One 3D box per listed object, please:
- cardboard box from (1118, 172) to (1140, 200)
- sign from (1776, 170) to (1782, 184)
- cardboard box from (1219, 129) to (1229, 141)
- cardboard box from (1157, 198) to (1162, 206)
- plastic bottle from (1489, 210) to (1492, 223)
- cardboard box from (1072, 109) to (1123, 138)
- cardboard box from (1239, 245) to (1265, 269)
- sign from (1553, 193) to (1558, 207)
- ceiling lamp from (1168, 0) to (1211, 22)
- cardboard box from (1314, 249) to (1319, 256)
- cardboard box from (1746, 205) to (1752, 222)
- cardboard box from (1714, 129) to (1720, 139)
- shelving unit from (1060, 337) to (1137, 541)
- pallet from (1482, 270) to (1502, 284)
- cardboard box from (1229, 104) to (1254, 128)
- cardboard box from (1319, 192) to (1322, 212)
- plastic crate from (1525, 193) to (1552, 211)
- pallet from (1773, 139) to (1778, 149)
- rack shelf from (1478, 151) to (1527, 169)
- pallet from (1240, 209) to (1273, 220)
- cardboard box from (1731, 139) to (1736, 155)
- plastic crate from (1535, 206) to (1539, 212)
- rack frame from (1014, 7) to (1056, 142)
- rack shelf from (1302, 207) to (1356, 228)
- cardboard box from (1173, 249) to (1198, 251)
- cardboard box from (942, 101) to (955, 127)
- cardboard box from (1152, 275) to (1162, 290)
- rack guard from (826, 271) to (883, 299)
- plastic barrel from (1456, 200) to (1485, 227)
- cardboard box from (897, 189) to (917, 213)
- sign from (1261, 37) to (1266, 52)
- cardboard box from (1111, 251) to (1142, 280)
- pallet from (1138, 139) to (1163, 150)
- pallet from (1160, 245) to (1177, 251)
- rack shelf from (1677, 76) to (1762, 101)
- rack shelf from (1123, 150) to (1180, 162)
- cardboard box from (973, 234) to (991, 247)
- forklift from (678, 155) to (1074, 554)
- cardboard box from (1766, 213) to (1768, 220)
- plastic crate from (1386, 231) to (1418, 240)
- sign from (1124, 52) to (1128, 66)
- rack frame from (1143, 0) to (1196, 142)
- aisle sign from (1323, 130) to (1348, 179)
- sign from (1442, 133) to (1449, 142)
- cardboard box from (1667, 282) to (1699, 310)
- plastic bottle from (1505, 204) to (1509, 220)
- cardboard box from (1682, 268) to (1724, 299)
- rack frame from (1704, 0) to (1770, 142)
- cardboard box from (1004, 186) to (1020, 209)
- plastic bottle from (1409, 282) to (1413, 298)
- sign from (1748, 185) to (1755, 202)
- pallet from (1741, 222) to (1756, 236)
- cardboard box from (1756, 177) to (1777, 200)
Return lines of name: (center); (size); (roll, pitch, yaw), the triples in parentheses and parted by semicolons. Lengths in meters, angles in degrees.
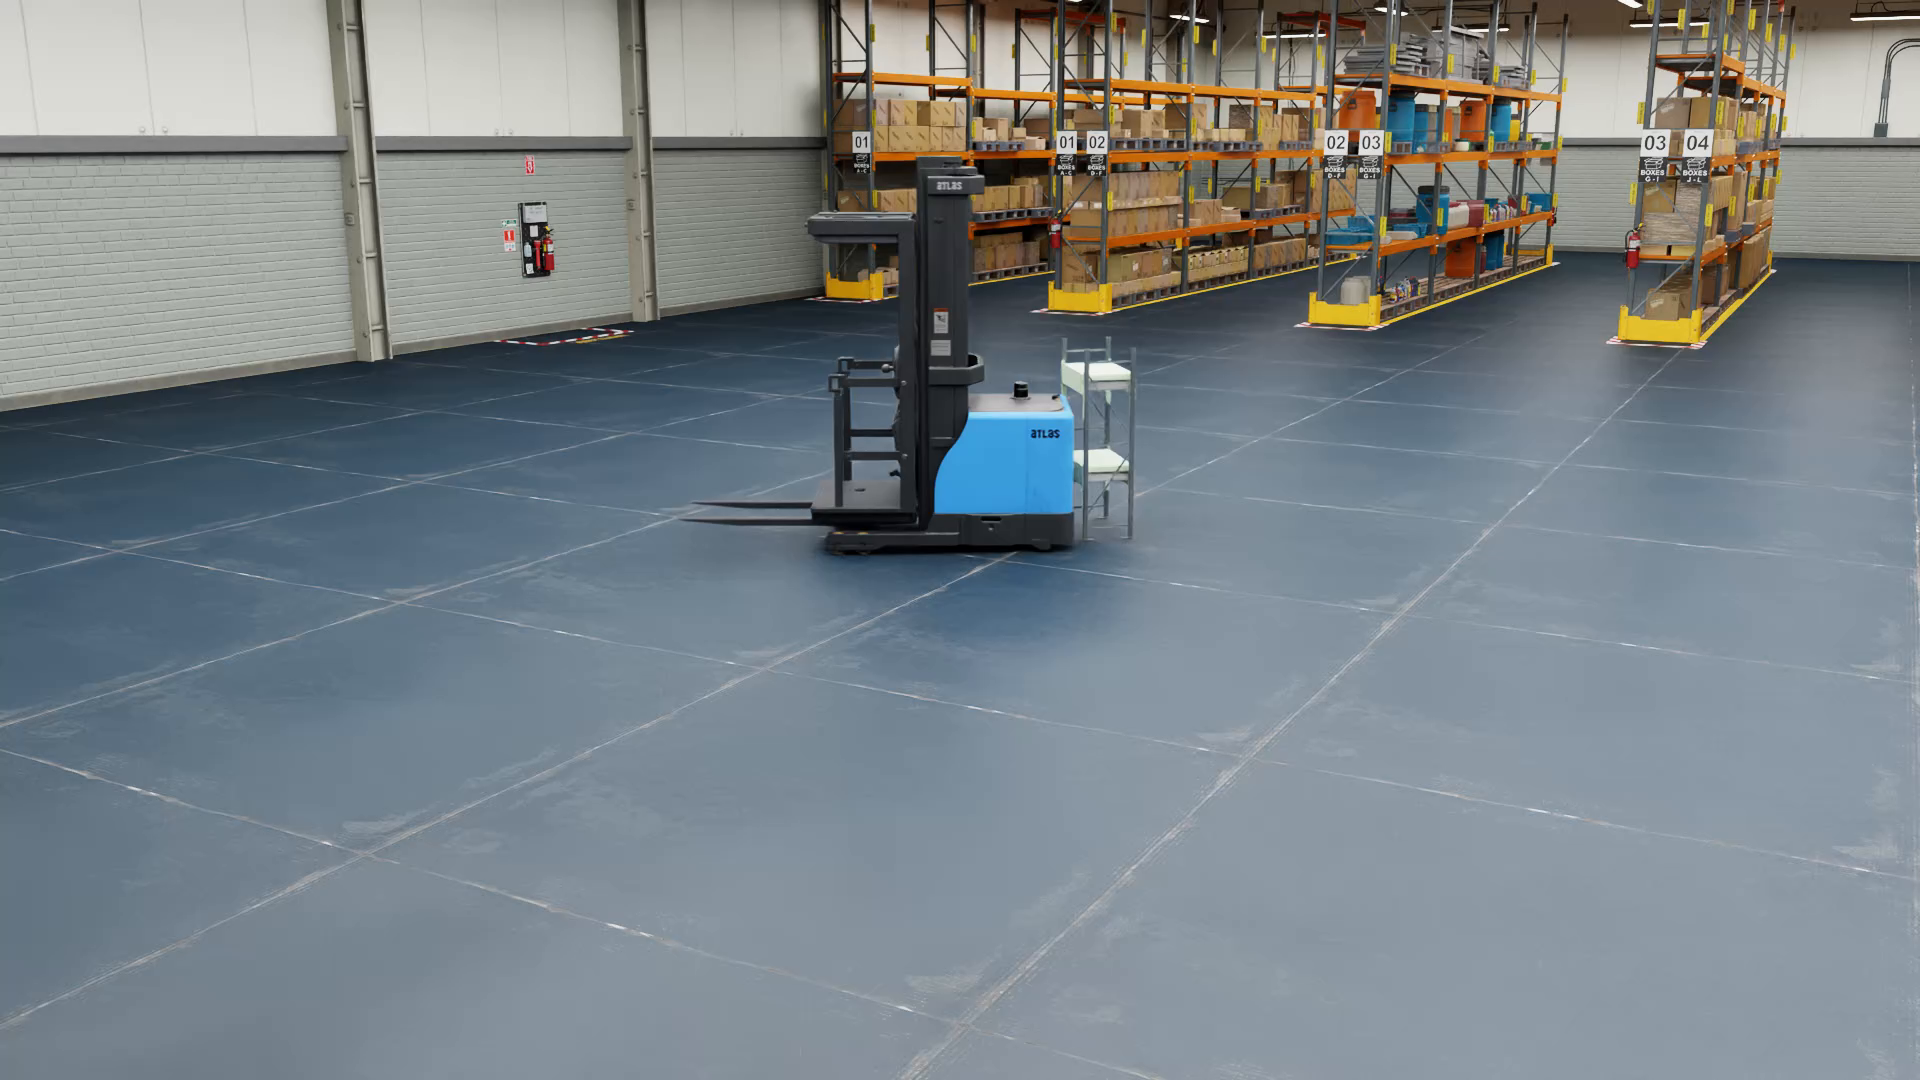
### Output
cardboard box: (2.967, -6.689, 31.396); (0.700, 0.500, 0.500); (7, 15, 28)
sign: (19.086, -8.465, 38.771); (0.100, 0.325, 0.005); (7, 15, 28)
cardboard box: (5.386, -8.598, 35.320); (0.500, 0.250, 0.500); (7, 15, 27)
cardboard box: (3.709, -6.588, 32.363); (0.380, 0.149, 0.250); (7, 15, 28)
plastic bottle: (11.346, -6.931, 35.633); (0.061, 0.283, 0.133); (7, 15, 28)
cardboard box: (2.494, -7.590, 30.301); (0.797, 0.503, 0.637); (9, 16, 32)
cardboard box: (6.550, -6.393, 37.546); (0.500, 0.500, 0.500); (8, 16, 30)
sign: (14.771, -8.433, 41.265); (0.100, 0.325, 0.005); (7, 15, 28)
ceiling lamp: (5.728, -13.979, 39.364); (0.800, 3.185, 2.000); (7, 15, 28)
cardboard box: (8.815, -7.231, 41.732); (0.380, 0.166, 0.250); (7, 15, 28)
cardboard box: (15.223, -6.328, 32.667); (0.500, 0.500, 0.500); (8, 16, 30)
cardboard box: (11.428, -6.221, 25.505); (0.380, 0.149, 0.250); (8, 16, 29)
shelving unit: (1.088, -0.818, 13.216); (0.431, 1.500, 0.755); (-3, 14, -10)
pallet: (11.350, -5.832, 36.772); (1.003, 0.211, 1.213); (7, 15, 28)
cardboard box: (6.296, -9.415, 36.939); (0.500, 0.500, 0.500); (7, 15, 28)
cardboard box: (8.743, -8.382, 41.187); (0.500, 0.500, 0.500); (8, 16, 29)
plastic crate: (14.283, -8.369, 41.145); (0.616, 0.435, 0.499); (7, 15, 28)
pallet: (17.679, -8.862, 37.181); (1.003, 0.211, 1.213); (7, 15, 28)
rack shelf: (11.381, -8.290, 36.155); (1.077, 0.370, 4.000); (7, 15, 28)
pallet: (6.346, -7.387, 37.684); (1.213, 0.211, 1.003); (7, 15, 28)
cardboard box: (12.824, -6.652, 28.144); (0.500, 0.250, 0.500); (8, 16, 30)
plastic crate: (13.893, -8.068, 40.534); (0.396, 0.136, 0.243); (7, 15, 28)
rack frame: (1.742, -10.810, 38.673); (1.000, 3.000, 0.127); (7, 15, 28)
rack shelf: (8.980, -8.215, 42.242); (1.077, 0.370, 4.000); (7, 15, 28)
cardboard box: (4.826, -6.081, 35.629); (0.500, 0.311, 0.500); (7, 15, 27)
cardboard box: (-0.454, -8.828, 34.462); (0.500, 0.500, 0.500); (8, 16, 31)
cardboard box: (3.634, -5.054, 32.570); (0.500, 0.250, 0.500); (7, 15, 28)
rack guard: (-2.089, -5.053, 32.926); (1.175, 0.500, 0.348); (7, 15, 28)
plastic barrel: (10.455, -6.708, 34.167); (0.600, 0.536, 0.708); (7, 15, 28)
cardboard box: (-1.129, -6.823, 33.613); (0.500, 0.500, 0.500); (7, 15, 26)
sign: (6.567, -10.719, 35.963); (0.100, 0.325, 0.005); (7, 15, 28)
cardboard box: (3.137, -5.216, 31.638); (0.500, 0.500, 0.500); (7, 15, 28)
pallet: (3.166, -7.501, 31.534); (1.003, 0.211, 1.213); (7, 15, 28)
pallet: (5.291, -8.007, 45.794); (1.003, 0.211, 1.213); (7, 15, 28)
rack shelf: (13.783, -8.172, 30.119); (1.077, 0.370, 4.000); (7, 15, 28)
rack shelf: (4.642, -10.233, 44.215); (1.077, 0.370, 4.000); (7, 15, 28)
cardboard box: (0.359, -6.680, 37.136); (0.500, 0.250, 0.500); (7, 15, 27)
forklift: (-0.645, -1.443, 12.765); (3.031, 2.935, 1.130); (0, 14, 0)
cardboard box: (17.870, -7.252, 37.249); (0.380, 0.149, 0.250); (7, 15, 26)
plastic crate: (7.917, -5.461, 29.847); (0.530, 0.136, 0.437); (7, 15, 28)
sign: (4.156, -12.064, 41.714); (0.100, 0.325, 0.005); (7, 15, 28)
rack frame: (4.146, -9.429, 32.944); (1.000, 3.000, 0.127); (7, 15, 28)
aisle sign: (6.252, -6.413, 27.686); (0.394, 0.787, 0.004); (7, 15, 28)
sign: (8.957, -7.349, 30.696); (0.100, 0.325, 0.005); (7, 15, 28)
cardboard box: (12.086, -4.046, 27.855); (0.500, 0.500, 0.500); (6, 15, 23)
plastic bottle: (12.190, -7.342, 37.194); (0.144, 0.351, 0.185); (7, 15, 28)
cardboard box: (13.649, -4.722, 30.616); (0.700, 0.500, 0.500); (6, 15, 23)
rack frame: (14.750, -9.127, 31.690); (1.000, 3.000, 0.127); (7, 15, 28)
cardboard box: (0.940, -7.801, 37.838); (0.700, 0.500, 0.500); (7, 15, 28)
plastic bottle: (8.286, -4.602, 30.578); (0.061, 0.283, 0.133); (9, 16, 32)
sign: (15.229, -6.675, 32.019); (0.100, 0.325, 0.005); (7, 15, 28)
pallet: (14.499, -5.959, 31.759); (1.213, 0.211, 1.003); (7, 15, 28)
cardboard box: (18.612, -8.158, 38.558); (0.500, 0.500, 0.500); (8, 16, 29)
